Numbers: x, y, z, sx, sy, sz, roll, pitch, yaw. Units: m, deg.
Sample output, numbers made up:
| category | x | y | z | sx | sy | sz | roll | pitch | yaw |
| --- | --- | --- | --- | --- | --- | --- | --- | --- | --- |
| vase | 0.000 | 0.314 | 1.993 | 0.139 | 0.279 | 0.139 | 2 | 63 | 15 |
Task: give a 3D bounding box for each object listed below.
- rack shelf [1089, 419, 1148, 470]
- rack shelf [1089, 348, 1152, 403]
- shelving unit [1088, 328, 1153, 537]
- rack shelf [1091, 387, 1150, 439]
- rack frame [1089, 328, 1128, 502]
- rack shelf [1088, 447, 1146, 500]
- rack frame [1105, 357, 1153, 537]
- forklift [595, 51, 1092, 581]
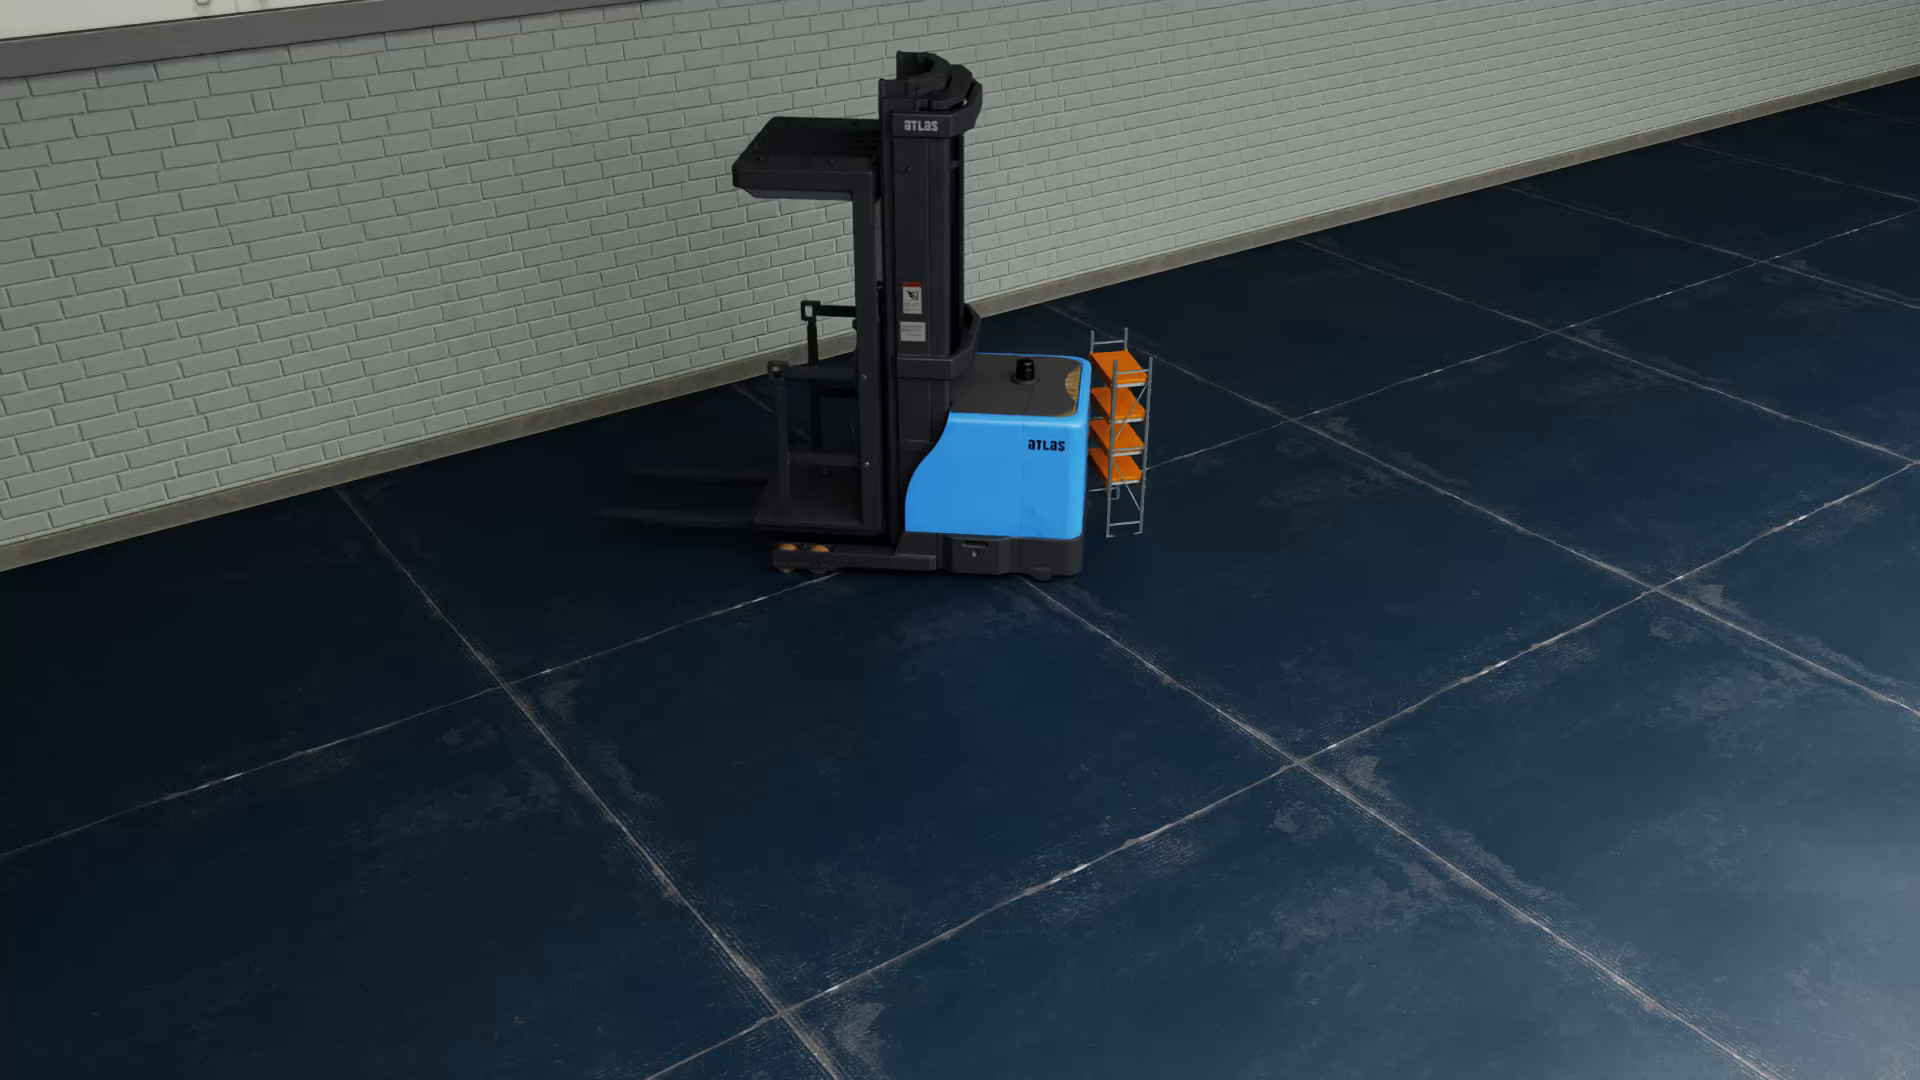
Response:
| category | x | y | z | sx | sy | sz | roll | pitch | yaw |
| --- | --- | --- | --- | --- | --- | --- | --- | --- | --- |
| rack shelf | 0.985 | -0.614 | 10.491 | 0.258 | 0.148 | 0.480 | -6 | 29 | -11 |
| rack shelf | 0.985 | -1.018 | 10.271 | 0.258 | 0.148 | 0.480 | -6 | 29 | -11 |
| shelving unit | 0.985 | -0.673 | 10.459 | 0.258 | 1.200 | 0.503 | -6 | 29 | -11 |
| rack shelf | 0.985 | -0.811 | 10.384 | 0.258 | 0.148 | 0.480 | -6 | 29 | -11 |
| rack frame | 0.932 | -0.787 | 10.668 | 0.240 | 1.200 | 0.015 | -6 | 29 | -11 |
| rack shelf | 0.985 | -0.440 | 10.586 | 0.258 | 0.148 | 0.480 | -6 | 29 | -11 |
| rack frame | 1.037 | -0.559 | 10.249 | 0.240 | 1.200 | 0.015 | -6 | 29 | -11 |
| forklift | -0.721 | -1.334 | 9.861 | 3.031 | 2.935 | 1.130 | 3 | 29 | 5 |
